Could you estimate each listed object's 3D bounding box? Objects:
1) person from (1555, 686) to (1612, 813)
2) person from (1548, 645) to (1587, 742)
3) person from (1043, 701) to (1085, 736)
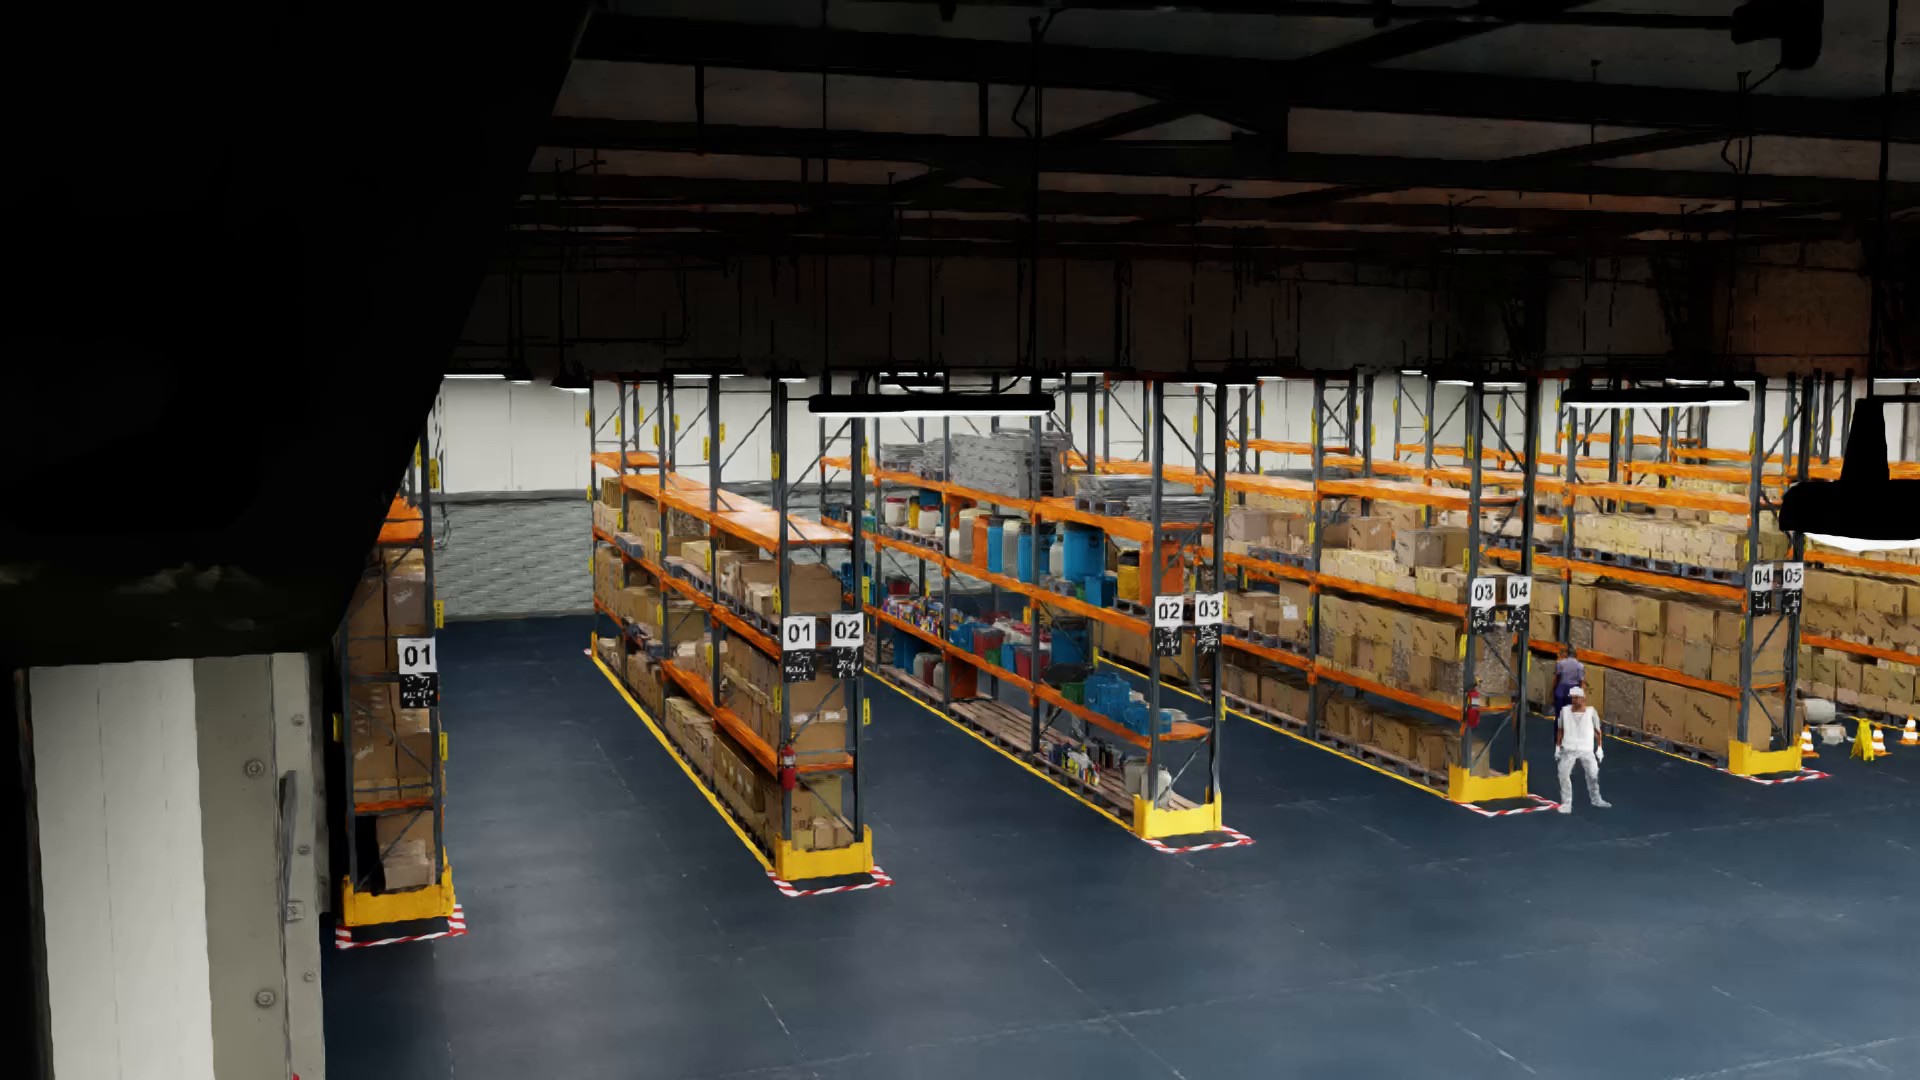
[{"bbox_3d":[8.655,2.894,23.052,0.773,1.761,0.636,3,7,22],"label":"person"},{"bbox_3d":[9.852,2.512,26.914,0.622,1.643,0.483,6,8,41],"label":"person"},{"bbox_3d":[1.767,2.422,27.894,0.666,1.657,0.833,-4,7,-30],"label":"person"}]
